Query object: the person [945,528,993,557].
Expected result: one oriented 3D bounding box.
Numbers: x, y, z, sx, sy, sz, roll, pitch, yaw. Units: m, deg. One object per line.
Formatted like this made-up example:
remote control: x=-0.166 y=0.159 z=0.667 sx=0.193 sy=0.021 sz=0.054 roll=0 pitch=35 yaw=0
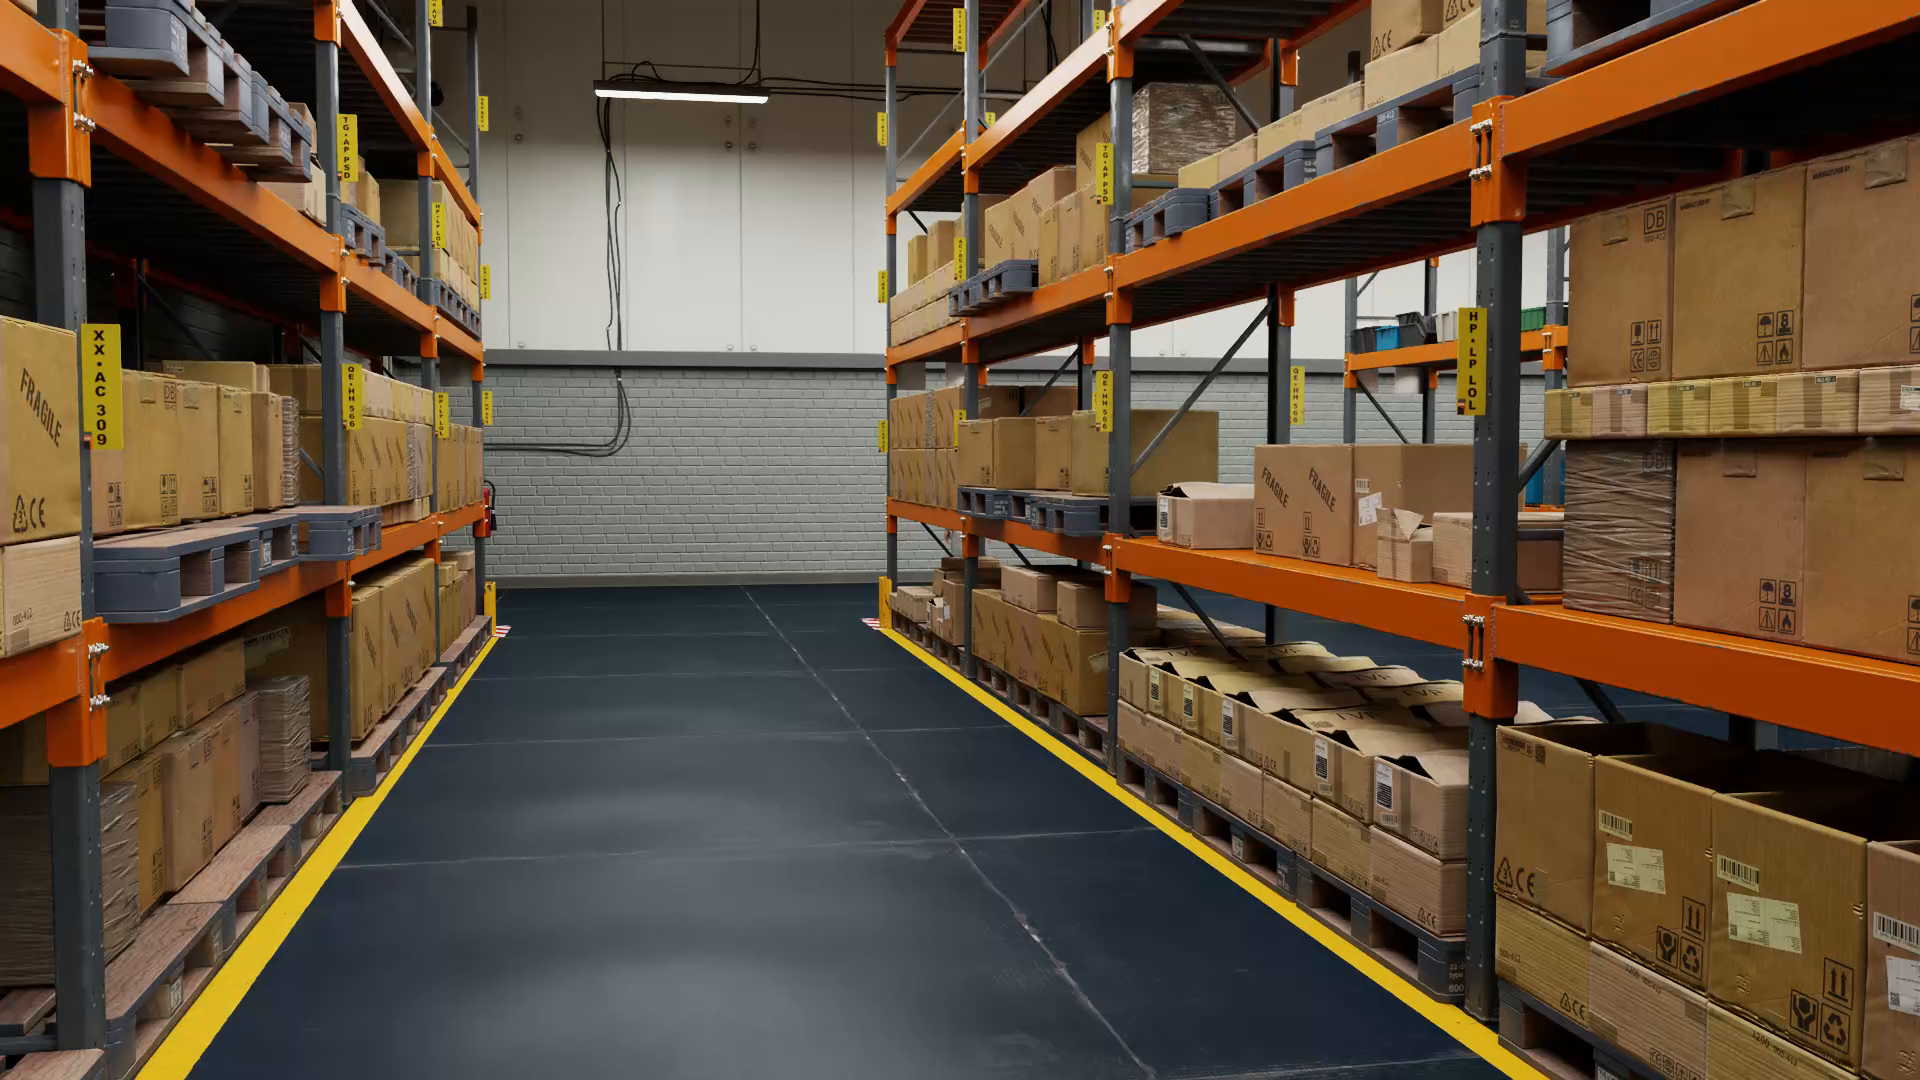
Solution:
person: x=0.112 y=-0.107 z=19.064 sx=0.587 sy=1.748 sz=0.438 roll=-1 pitch=3 yaw=-11
